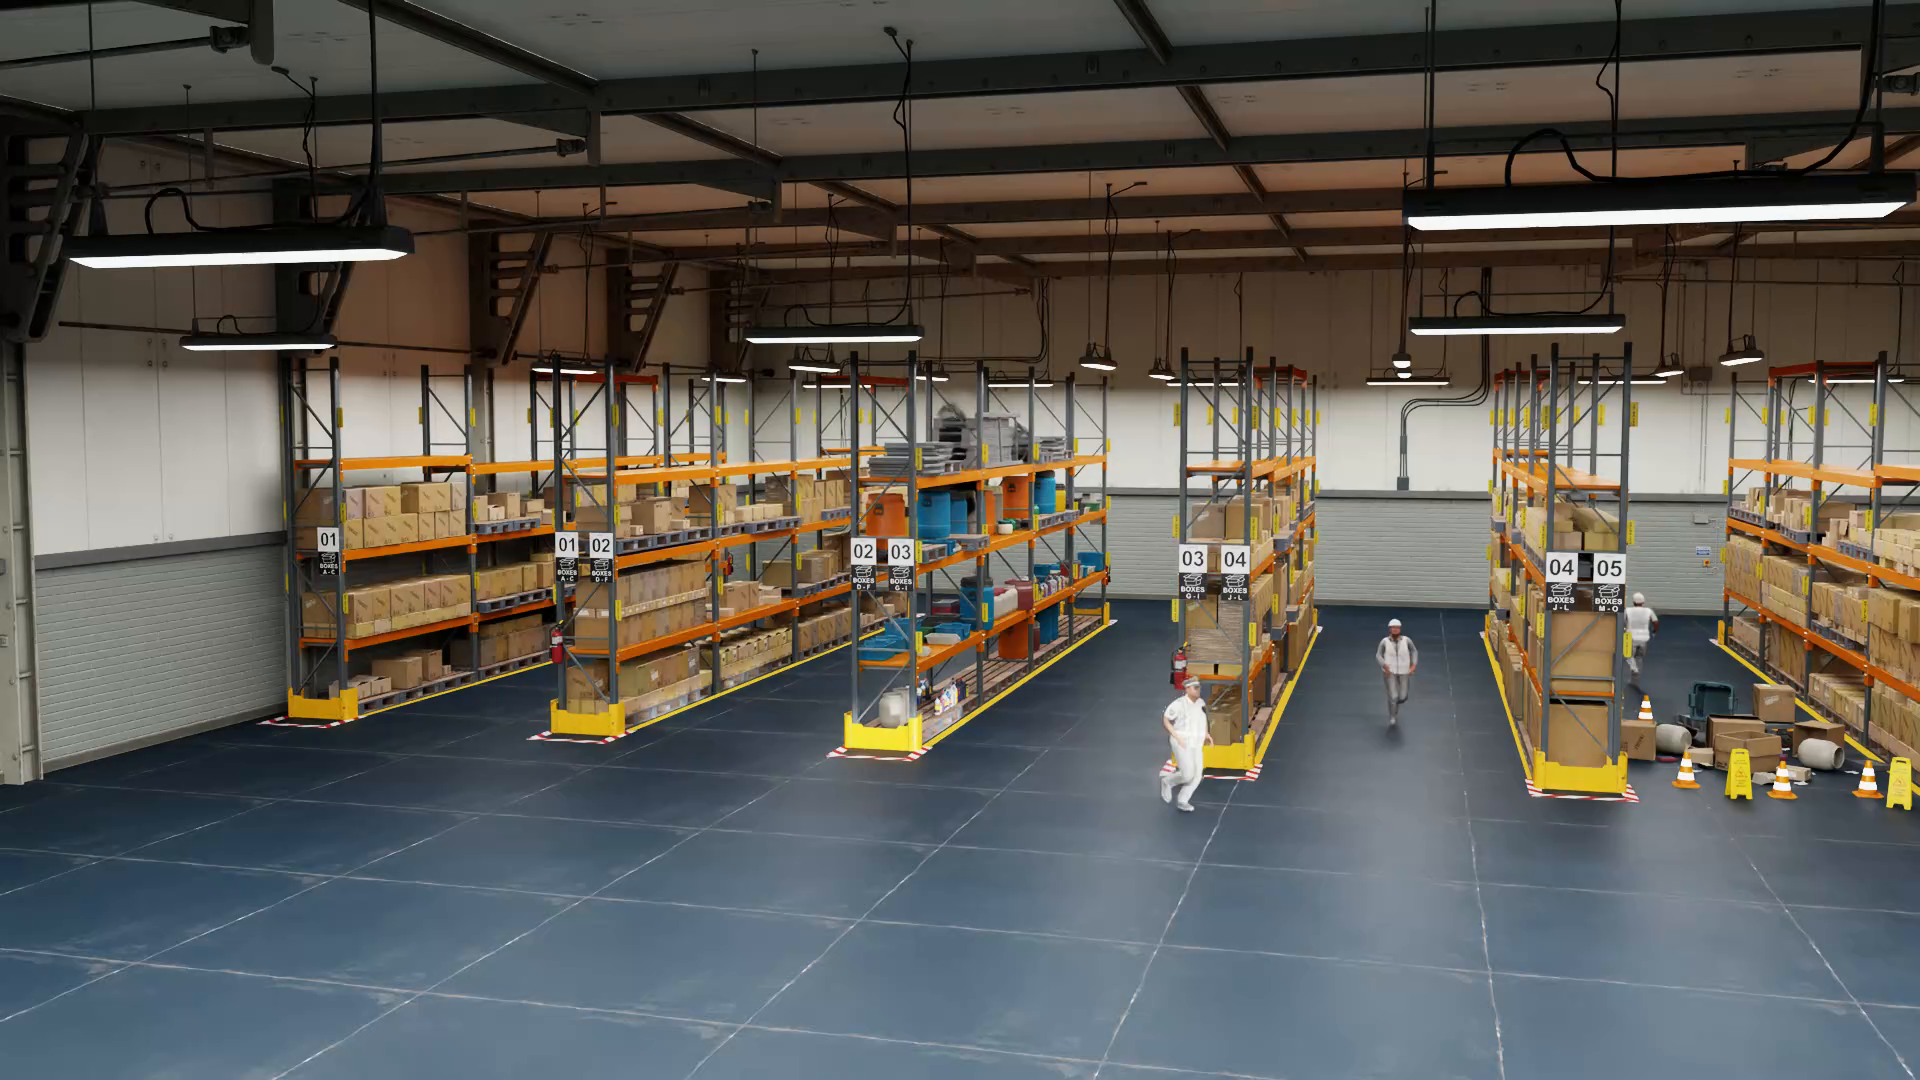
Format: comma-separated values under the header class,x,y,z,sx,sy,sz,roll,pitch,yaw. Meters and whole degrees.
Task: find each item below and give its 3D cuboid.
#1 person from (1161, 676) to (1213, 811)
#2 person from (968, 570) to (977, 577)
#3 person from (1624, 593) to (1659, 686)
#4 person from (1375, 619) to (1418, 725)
class,x,y,z,sx,sy,sz,roll,pitch,yaw
person,2.913,2.585,21.295,0.681,1.713,0.564,-3,5,-34
person,0.285,1.493,36.811,0.641,1.667,0.648,2,5,23
person,12.581,1.857,30.881,0.688,1.754,0.802,1,4,12
person,7.127,2.151,27.151,0.680,1.734,0.644,1,4,8
